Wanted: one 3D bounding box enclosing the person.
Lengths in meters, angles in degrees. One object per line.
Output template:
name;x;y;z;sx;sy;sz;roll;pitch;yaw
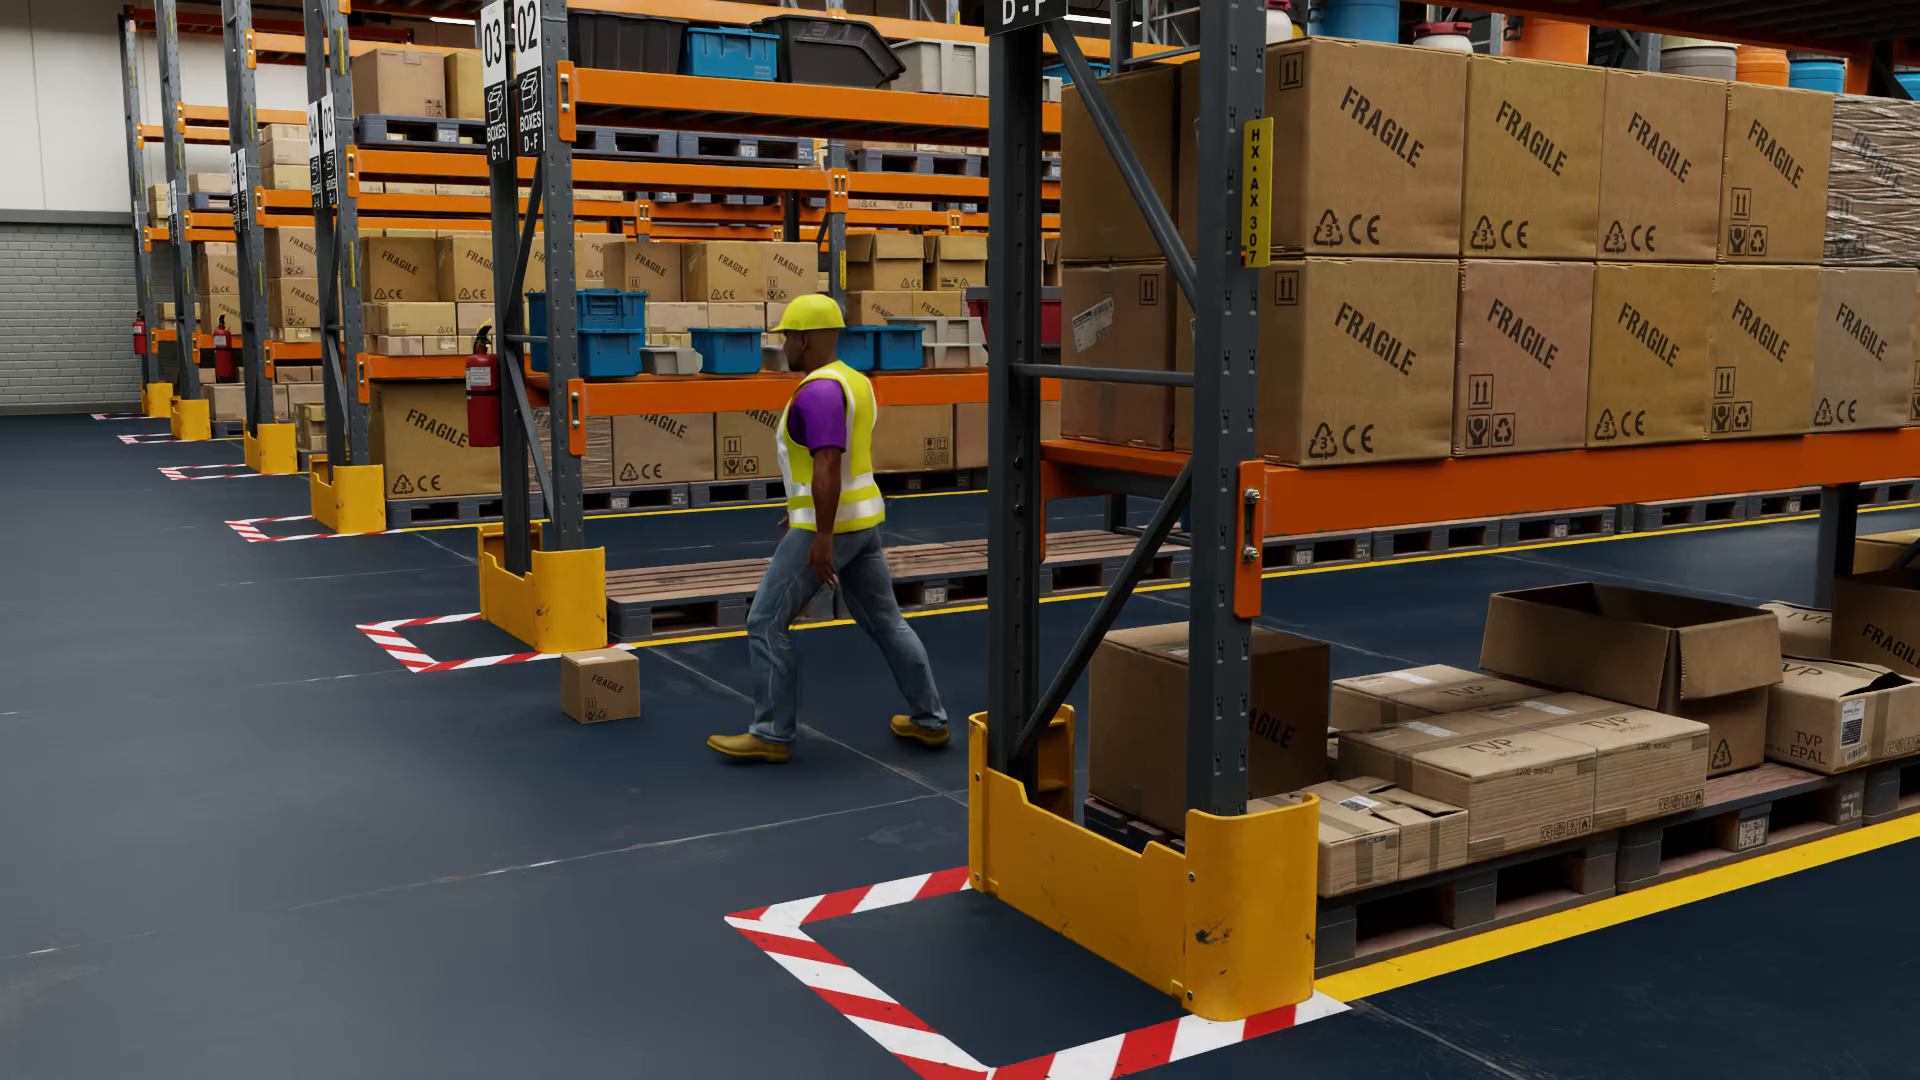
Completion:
person;5.008;-0.749;11.142;8.305;1.721;13.402;3;8;17
